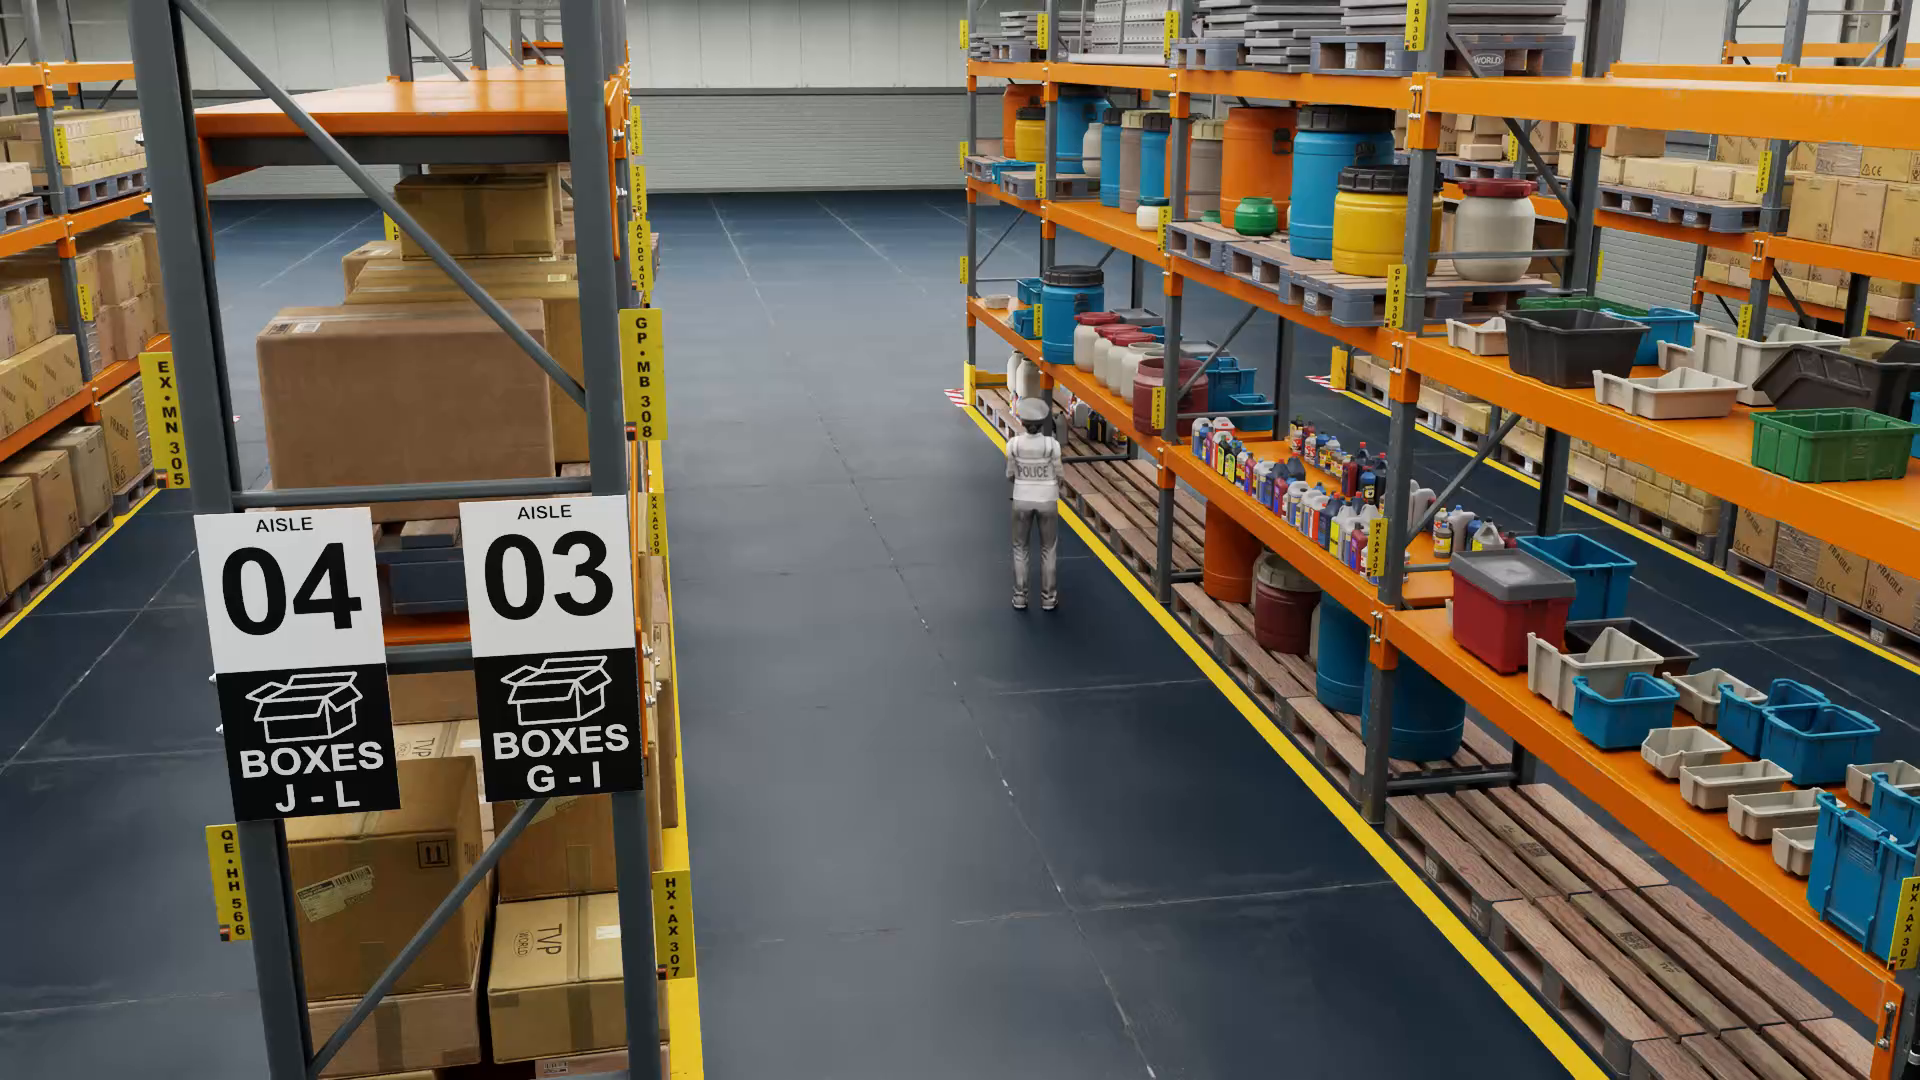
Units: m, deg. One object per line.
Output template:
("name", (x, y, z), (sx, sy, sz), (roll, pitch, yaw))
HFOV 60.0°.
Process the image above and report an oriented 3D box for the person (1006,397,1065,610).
("person", (0.588, -0.299, 13.002), (0.456, 1.686, 0.556), (2, 17, 6))
